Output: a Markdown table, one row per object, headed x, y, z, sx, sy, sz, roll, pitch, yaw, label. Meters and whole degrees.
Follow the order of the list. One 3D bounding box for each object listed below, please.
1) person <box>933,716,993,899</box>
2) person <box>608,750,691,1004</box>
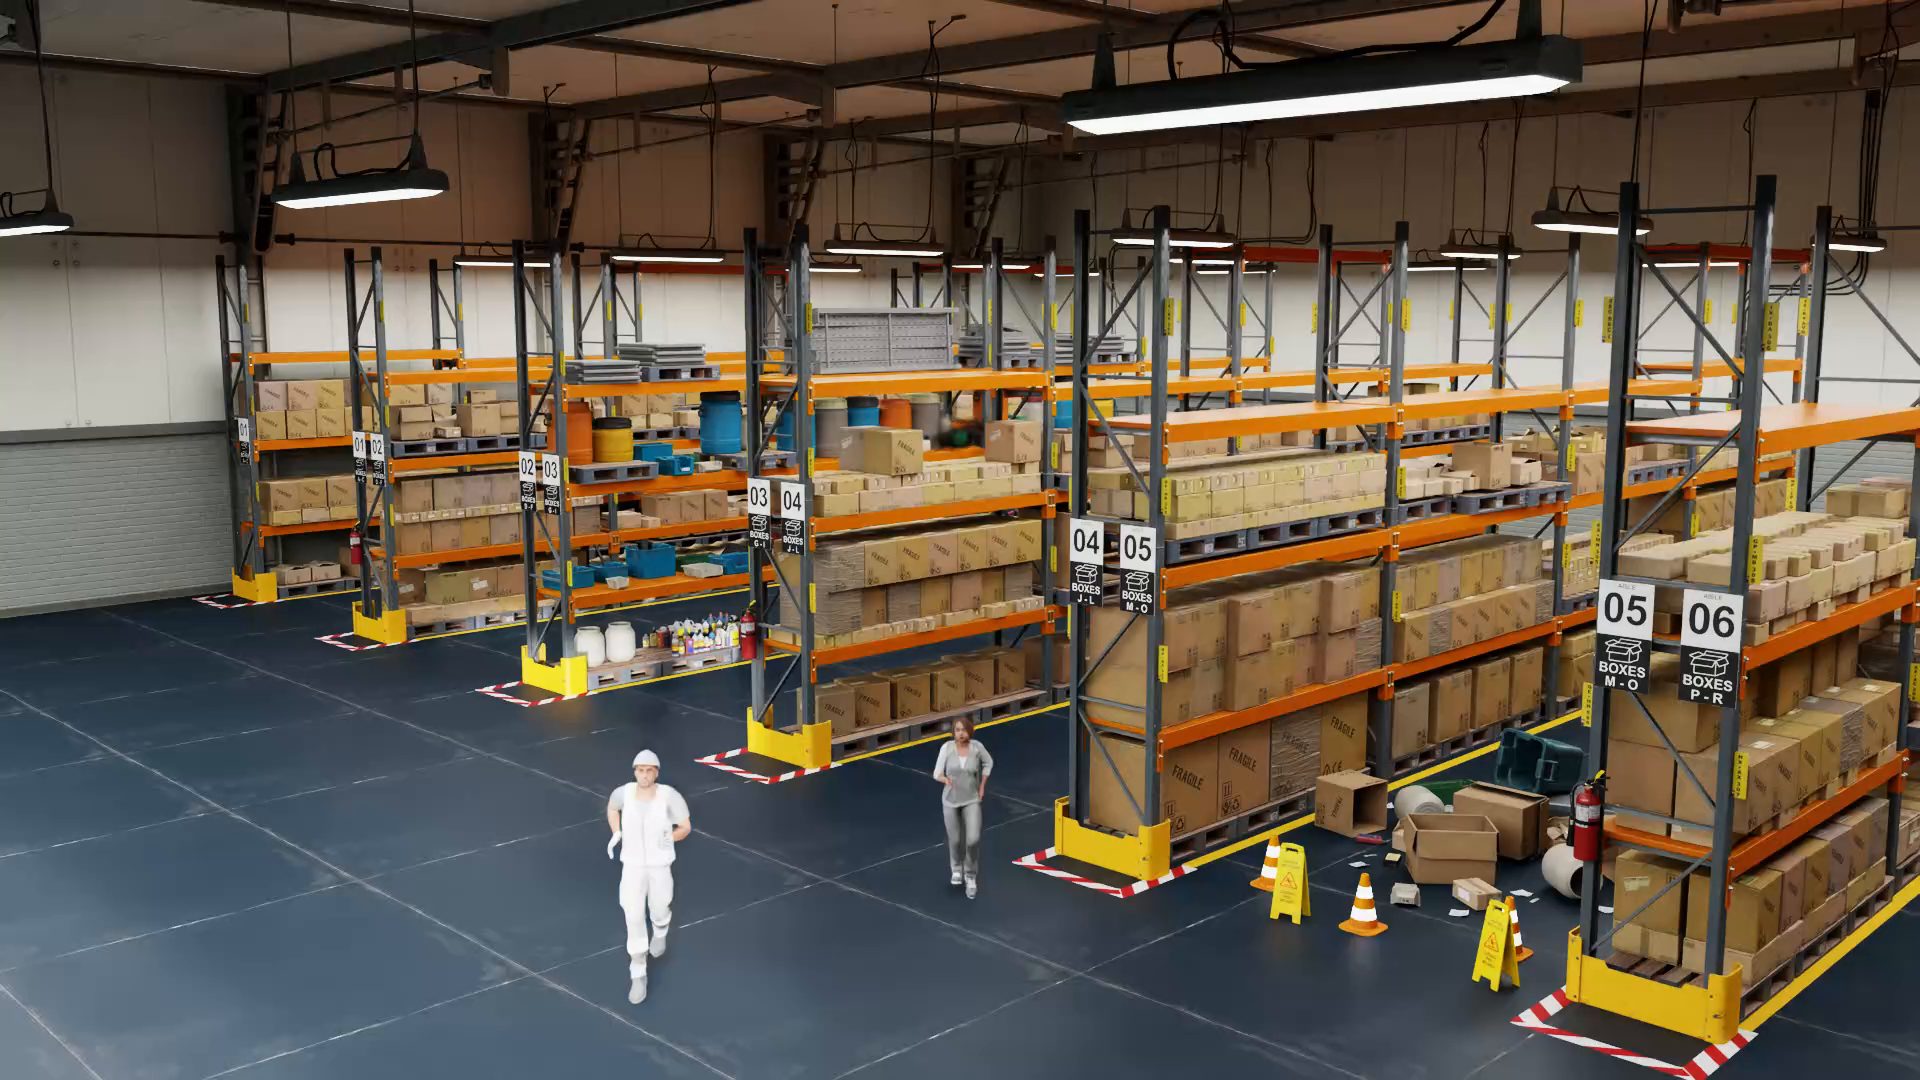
| x | y | z | sx | sy | sz | roll | pitch | yaw | label |
| --- | --- | --- | --- | --- | --- | --- | --- | --- | --- |
| 0.021 | 2.327 | 14.560 | 0.511 | 1.602 | 0.669 | 1 | 8 | 5 | person |
| -2.375 | 2.479 | 12.686 | 0.651 | 1.807 | 0.979 | -1 | 8 | -5 | person |
